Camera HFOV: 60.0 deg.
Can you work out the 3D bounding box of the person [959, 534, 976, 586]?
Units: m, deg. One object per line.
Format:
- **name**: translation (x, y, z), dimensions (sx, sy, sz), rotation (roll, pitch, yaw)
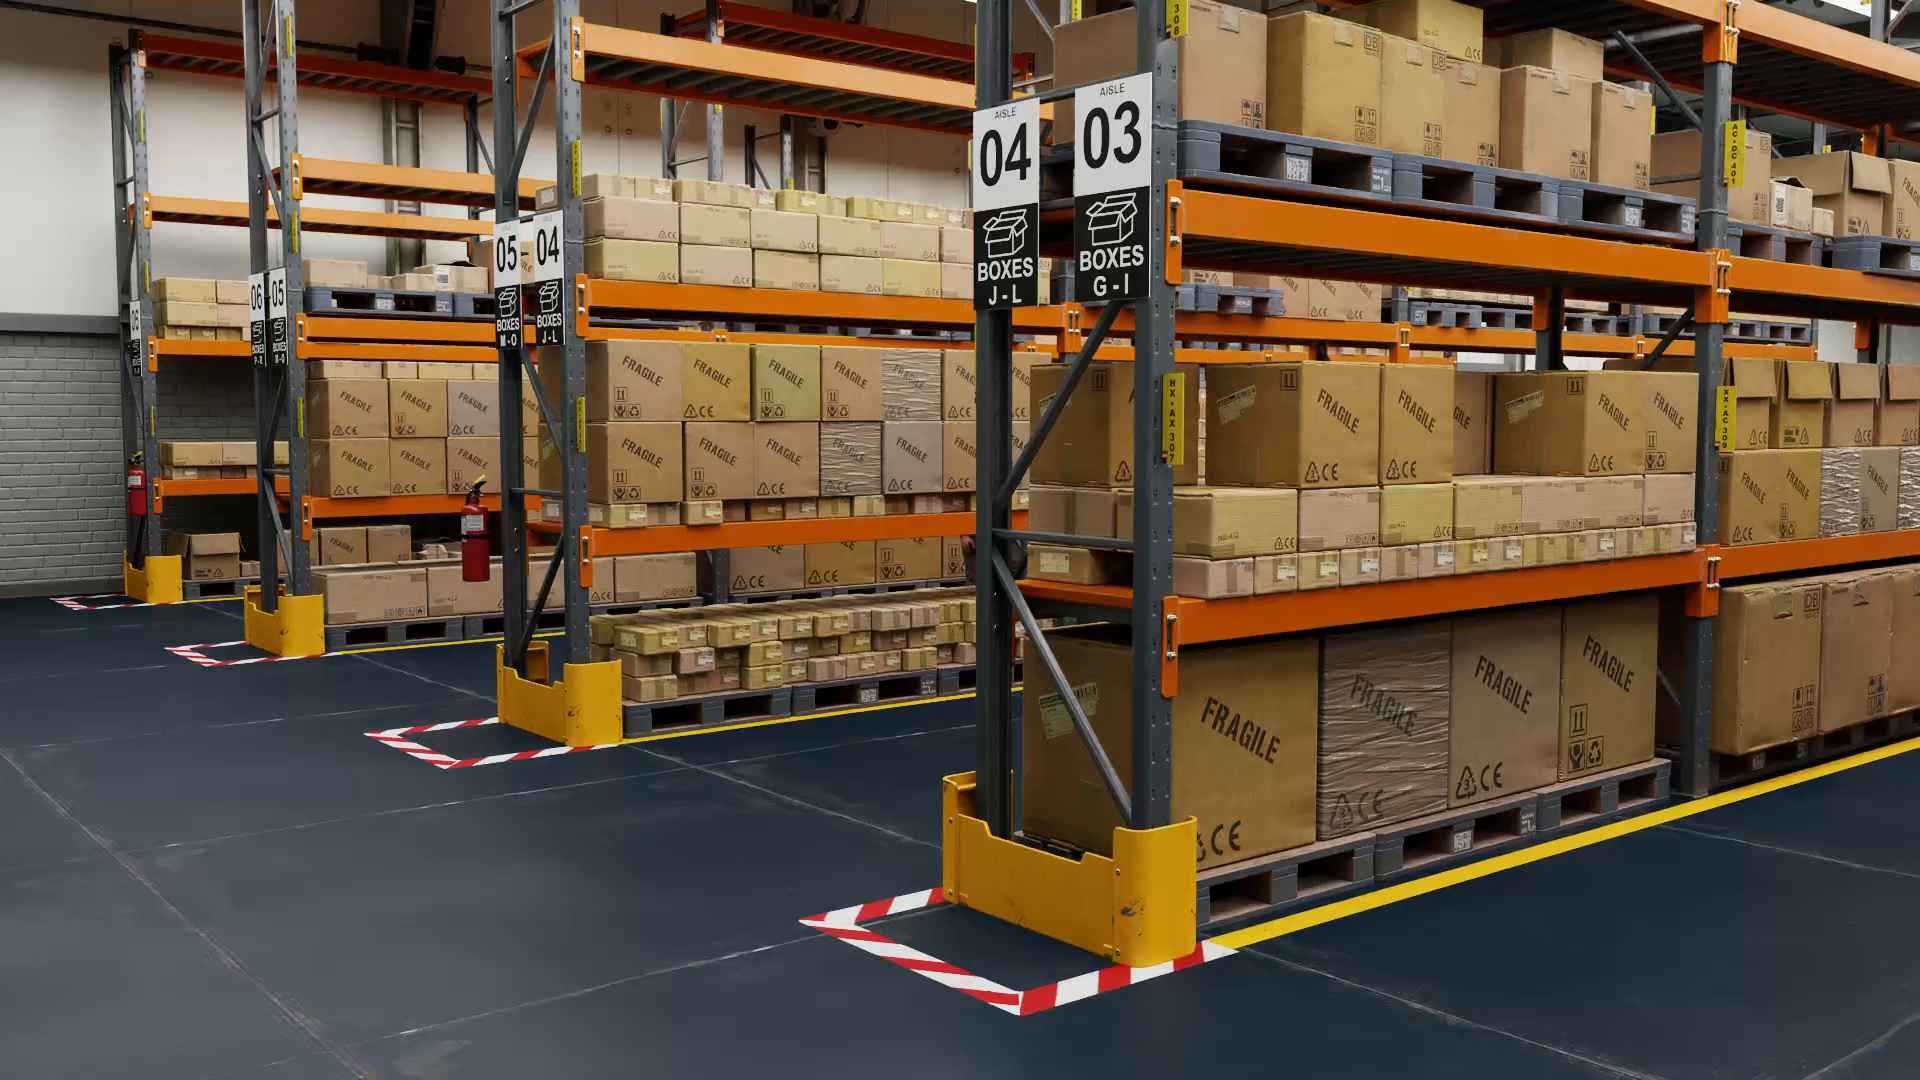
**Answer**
- **person**: translation (0.212, -0.006, 15.225), dimensions (0.578, 1.720, 0.421), rotation (-4, 6, -40)
